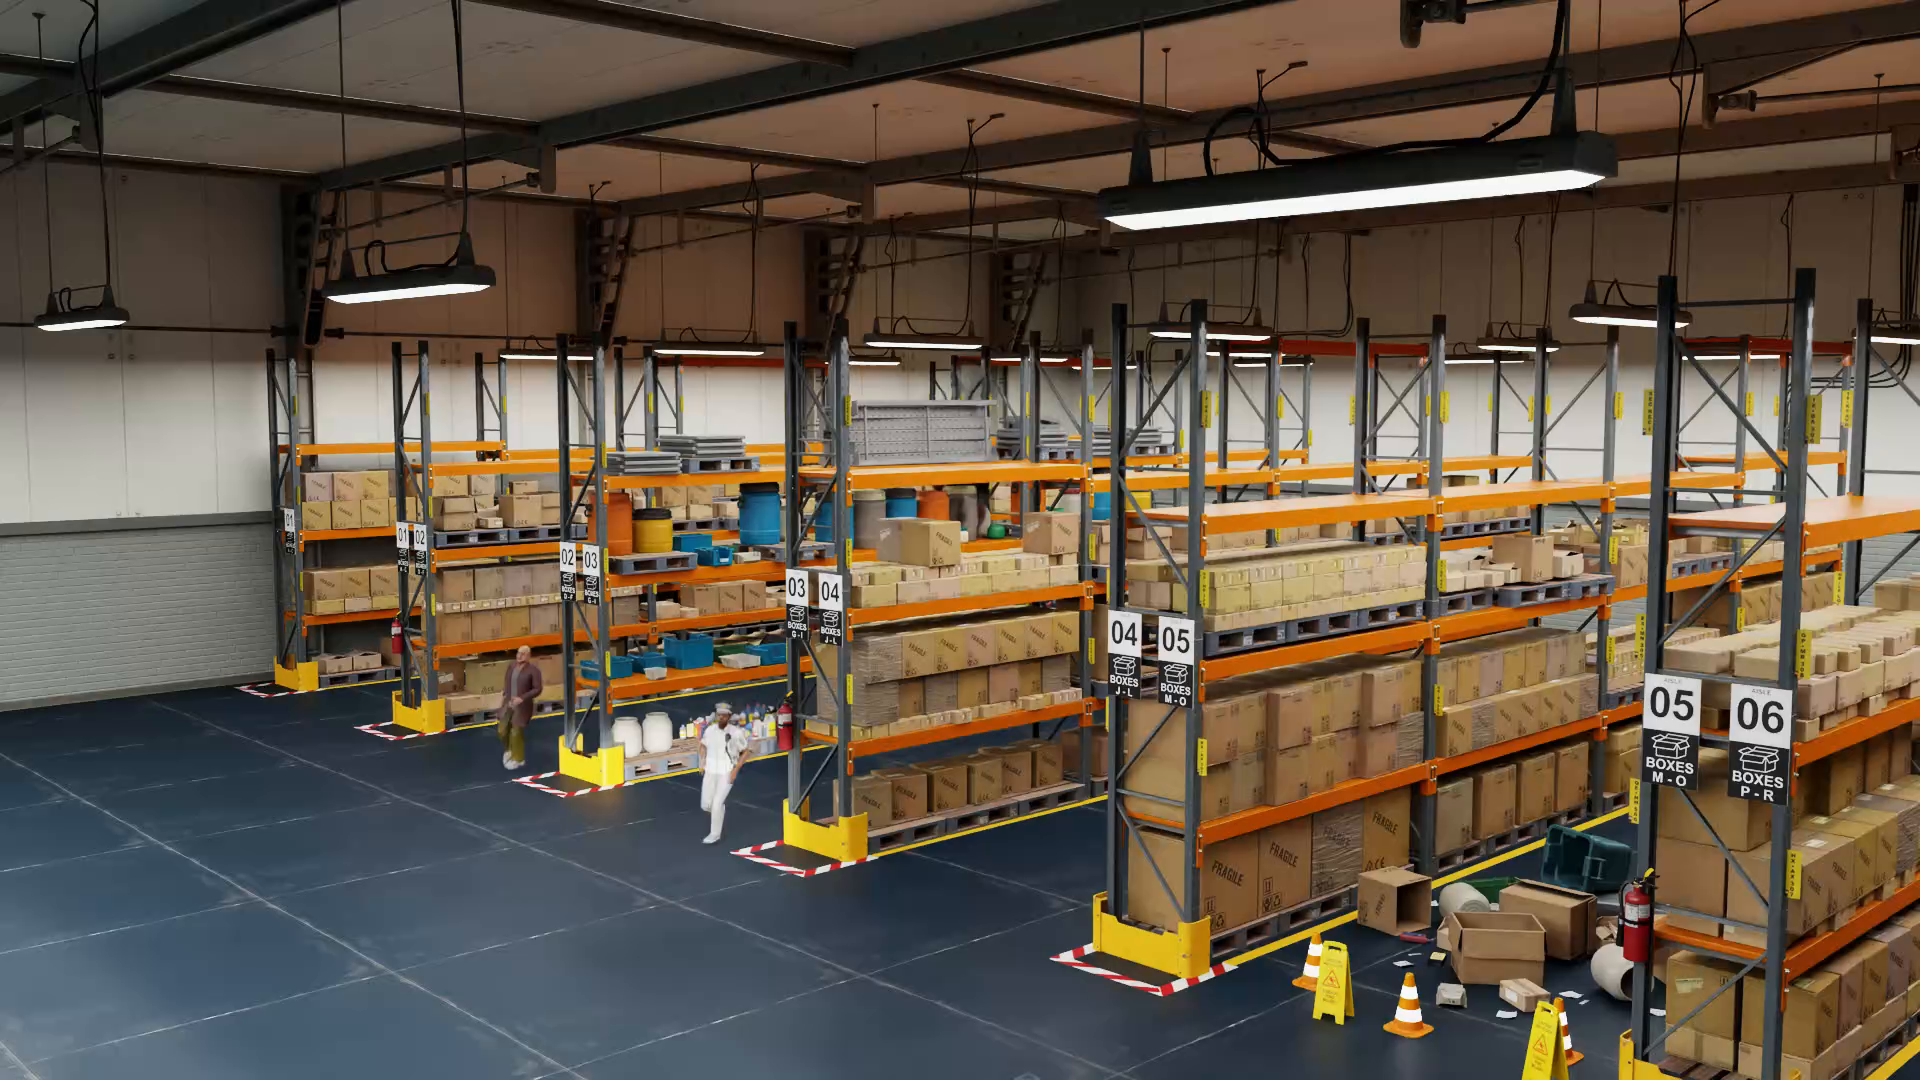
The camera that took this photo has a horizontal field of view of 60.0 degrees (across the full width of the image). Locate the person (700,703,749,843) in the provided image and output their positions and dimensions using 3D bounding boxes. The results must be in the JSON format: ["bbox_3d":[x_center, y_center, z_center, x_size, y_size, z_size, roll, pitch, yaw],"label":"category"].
[{"bbox_3d":[-2.749,2.678,19.369,0.608,1.633,0.547,1,5,15],"label":"person"}]

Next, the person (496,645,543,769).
[{"bbox_3d":[-6.095,2.319,22.992,0.692,1.730,0.599,1,5,16],"label":"person"}]
